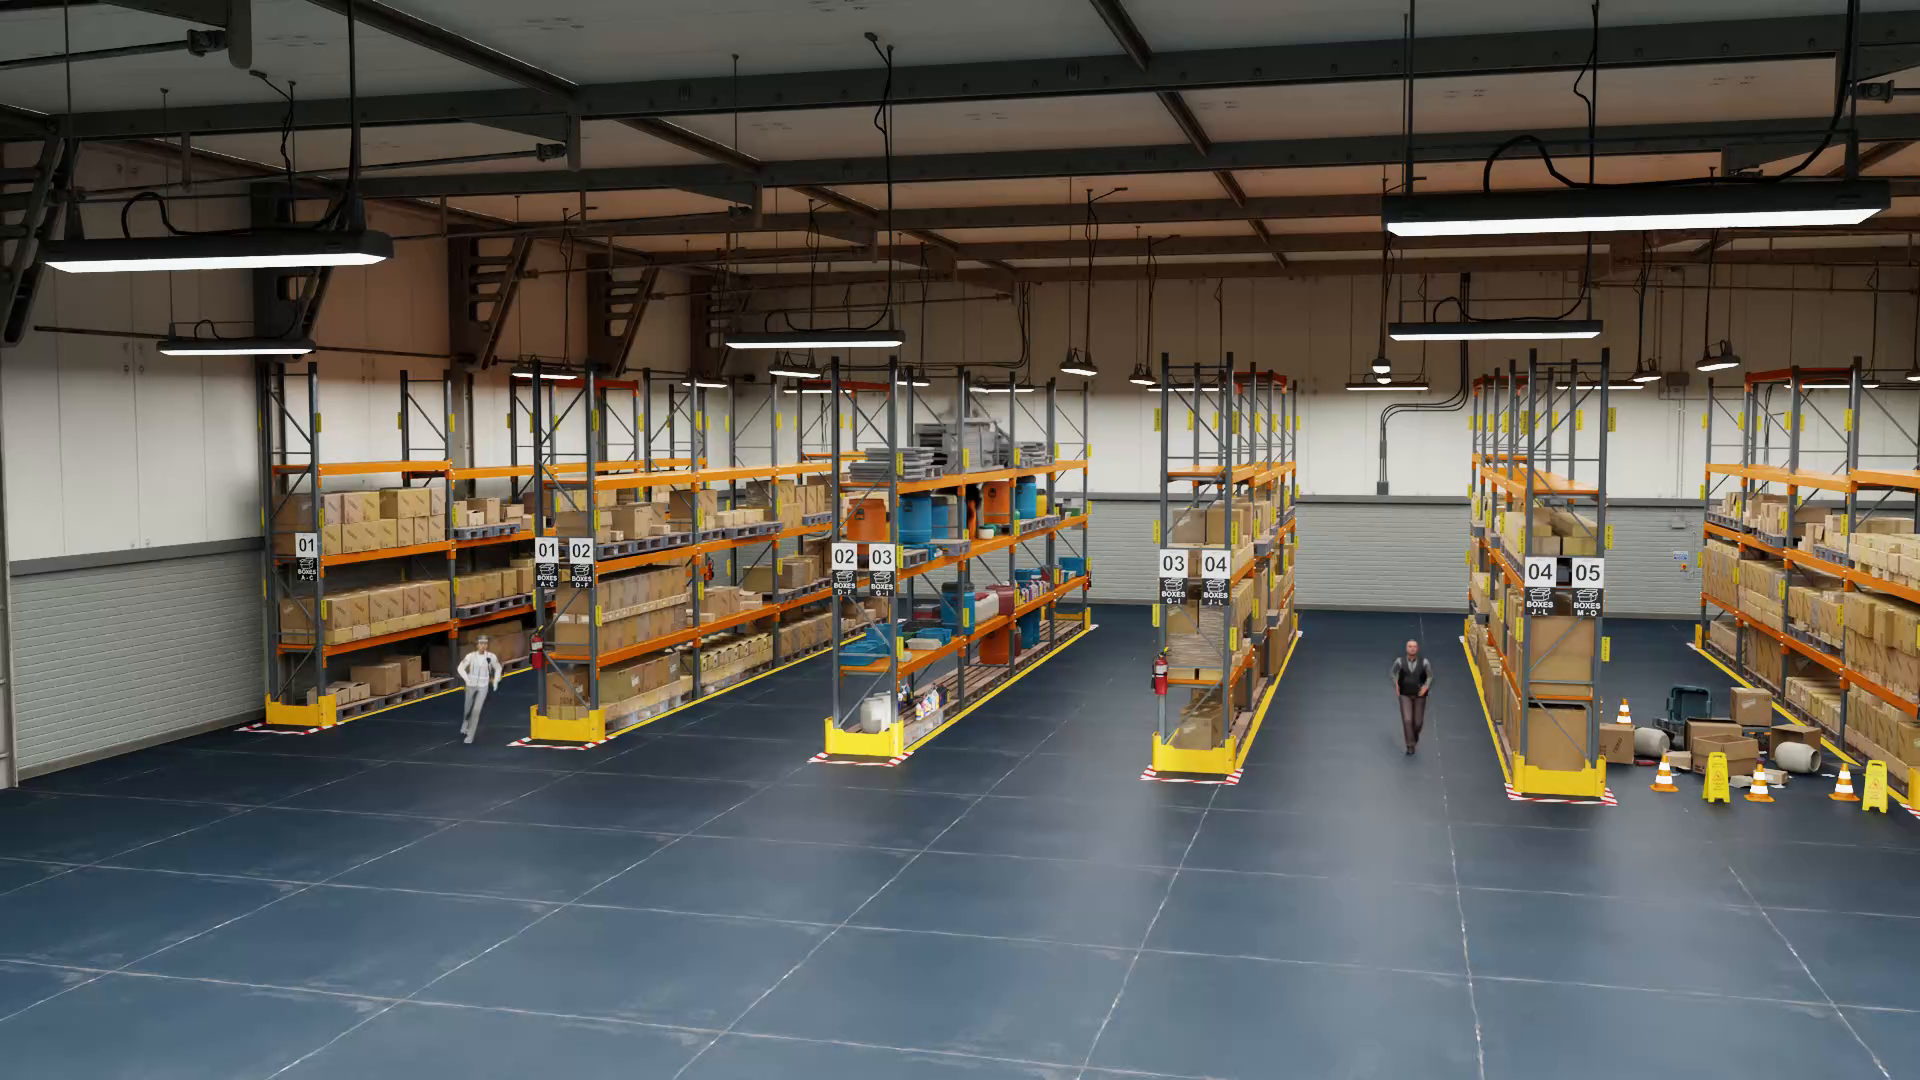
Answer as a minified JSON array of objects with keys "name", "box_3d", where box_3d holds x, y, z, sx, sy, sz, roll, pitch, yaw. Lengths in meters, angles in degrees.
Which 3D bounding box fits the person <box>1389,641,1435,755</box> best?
[{"name":"person","box_3d":[6.874,2.374,25.309,0.673,1.702,0.789,1,4,12]}]

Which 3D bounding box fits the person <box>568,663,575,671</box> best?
[{"name":"person","box_3d":[-6.997,2.057,30.466,0.519,1.585,0.625,0,4,2]}]

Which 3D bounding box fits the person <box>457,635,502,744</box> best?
[{"name":"person","box_3d":[-7.583,2.321,26.248,0.674,1.651,0.901,-1,4,-12]}]
